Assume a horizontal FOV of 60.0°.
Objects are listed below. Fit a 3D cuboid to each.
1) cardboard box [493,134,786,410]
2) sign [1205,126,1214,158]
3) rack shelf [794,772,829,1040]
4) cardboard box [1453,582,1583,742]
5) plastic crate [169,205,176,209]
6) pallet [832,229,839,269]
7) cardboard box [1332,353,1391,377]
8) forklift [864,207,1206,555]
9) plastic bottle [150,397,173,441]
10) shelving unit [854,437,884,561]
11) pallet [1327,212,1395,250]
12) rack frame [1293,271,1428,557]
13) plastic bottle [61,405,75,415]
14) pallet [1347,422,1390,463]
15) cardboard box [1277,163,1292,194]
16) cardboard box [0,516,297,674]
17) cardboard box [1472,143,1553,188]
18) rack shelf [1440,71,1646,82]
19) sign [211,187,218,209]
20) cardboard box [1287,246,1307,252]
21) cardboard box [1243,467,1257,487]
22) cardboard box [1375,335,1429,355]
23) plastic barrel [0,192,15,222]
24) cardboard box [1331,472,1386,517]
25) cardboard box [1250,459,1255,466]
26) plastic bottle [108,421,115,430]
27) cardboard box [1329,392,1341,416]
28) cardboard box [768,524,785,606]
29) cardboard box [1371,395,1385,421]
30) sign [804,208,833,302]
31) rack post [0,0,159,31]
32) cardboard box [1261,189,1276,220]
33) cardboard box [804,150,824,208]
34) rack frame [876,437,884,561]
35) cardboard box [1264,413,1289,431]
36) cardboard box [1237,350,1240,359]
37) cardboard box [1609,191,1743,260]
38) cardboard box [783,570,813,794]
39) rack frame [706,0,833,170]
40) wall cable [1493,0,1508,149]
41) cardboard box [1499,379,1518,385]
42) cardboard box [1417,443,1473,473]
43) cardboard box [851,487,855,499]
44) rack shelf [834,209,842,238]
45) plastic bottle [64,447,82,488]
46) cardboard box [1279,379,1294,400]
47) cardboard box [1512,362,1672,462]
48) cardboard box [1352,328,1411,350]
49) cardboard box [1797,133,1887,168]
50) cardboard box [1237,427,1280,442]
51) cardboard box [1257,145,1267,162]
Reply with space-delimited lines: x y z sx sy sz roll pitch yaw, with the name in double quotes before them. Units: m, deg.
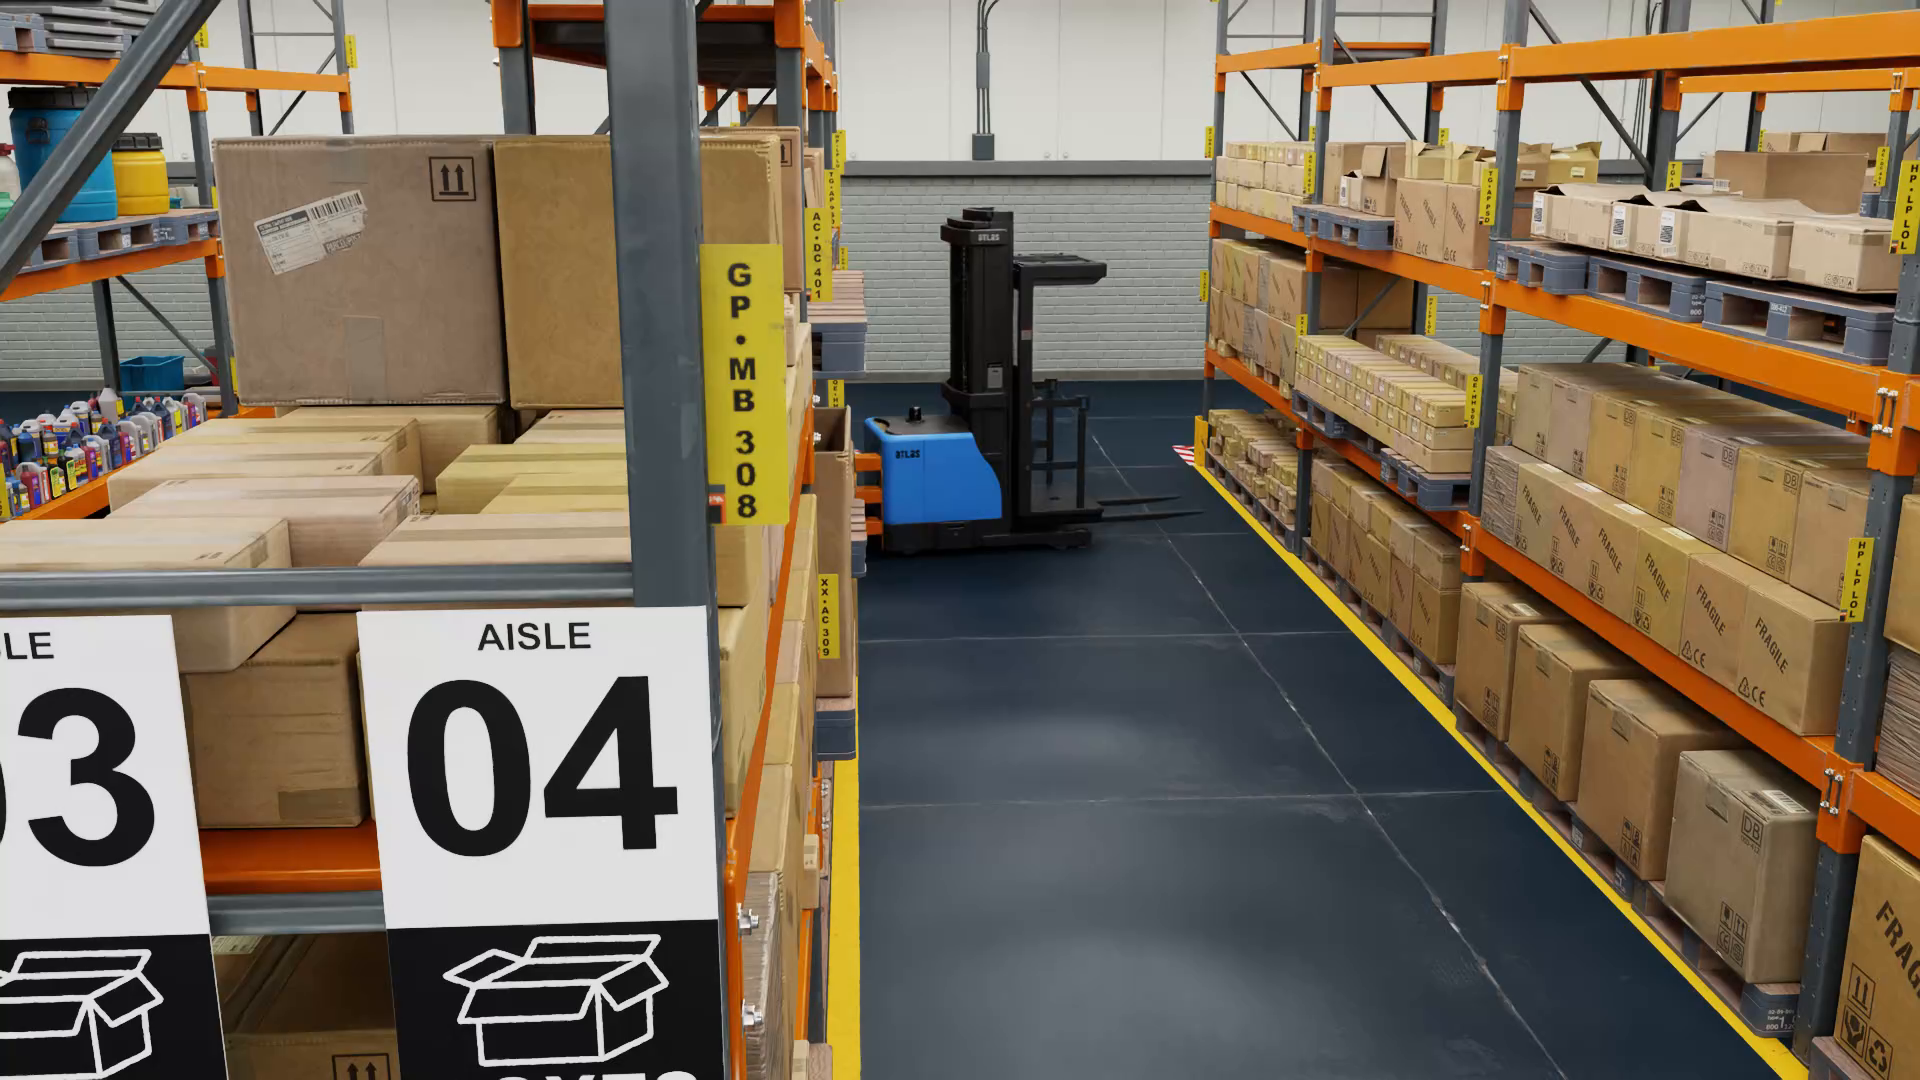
"cardboard box" -0.615 -0.552 3.332 0.500 0.500 0.500 -1 14 -4
"sign" 2.632 -4.190 17.516 0.100 0.325 0.005 -1 14 -3
"rack shelf" -0.916 1.560 4.389 1.077 0.370 4.000 -1 14 -3
"cardboard box" 3.617 0.707 9.933 1.050 0.750 0.750 -1 14 -4
"plastic crate" -6.807 -2.650 13.712 0.450 0.188 0.662 -1 14 -3
"pallet" -1.381 -1.802 10.368 1.213 0.211 1.003 0 14 -1
"cardboard box" 3.052 -1.333 12.656 0.380 0.149 0.250 -1 14 -4
"forklift" 0.693 -1.459 14.814 3.031 2.935 1.130 -3 15 -13
"plastic bottle" -6.084 -0.906 12.627 0.144 0.351 0.185 -1 14 -3
"shelving unit" -0.806 -0.346 14.262 0.252 1.050 0.215 -4 15 -15
"pallet" 3.420 -2.276 12.209 1.213 0.211 1.003 -1 14 -3
"rack frame" 3.421 -1.327 14.165 1.000 3.000 0.127 -1 14 -3
"plastic bottle" -6.828 -0.896 12.746 0.097 0.271 0.097 0 14 0
"pallet" 3.505 -0.731 12.233 1.003 0.211 1.213 -1 14 -3
"cardboard box" 3.118 -3.190 14.682 0.500 0.250 0.500 -1 15 -6
"cardboard box" -1.121 0.071 2.211 0.380 0.149 0.250 -1 14 -3
"cardboard box" 3.384 -2.301 10.192 0.396 0.266 0.258 -1 14 -3
"rack shelf" 3.545 -3.288 11.599 0.919 0.124 3.809 -1 14 -3
"sign" -5.930 -2.664 13.324 0.100 0.325 0.005 -1 14 -3
"cardboard box" 3.522 -2.634 16.438 0.500 0.500 0.500 0 14 -1
"cardboard box" 2.995 -0.625 16.314 0.380 0.149 0.250 -1 14 -3
"cardboard box" 3.641 -1.600 13.694 0.380 0.149 0.250 0 14 -1
"plastic barrel" -6.068 -2.052 10.433 0.294 0.245 0.294 0 14 0
"cardboard box" 3.238 -0.363 13.086 0.500 0.250 0.500 0 14 -2
"cardboard box" 3.090 -0.829 16.511 0.380 0.149 0.250 0 14 -1
"plastic bottle" -6.179 -0.730 12.102 0.097 0.271 0.097 0 14 0
"cardboard box" 3.052 -1.047 12.737 0.380 0.149 0.250 -2 15 -6
"cardboard box" -0.629 -0.047 3.469 0.500 0.250 0.500 -1 14 -4
"cardboard box" 3.118 -0.930 11.685 0.380 0.149 0.250 -1 14 -4
"sign" -0.499 -1.000 5.834 0.100 0.325 0.005 -1 14 -3
"rack post" -6.458 -3.858 12.114 0.937 0.300 0.954 -1 14 -4
"cardboard box" 3.070 -3.076 15.242 0.500 0.250 0.500 -1 14 -4
"cardboard box" -0.966 -1.782 8.709 0.500 0.500 0.500 -1 14 -4
"rack frame" -0.688 -0.353 14.293 0.008 1.050 0.200 -4 15 -15
"cardboard box" 3.417 -1.242 17.517 0.380 0.149 0.250 -1 14 -2
"cardboard box" 3.039 -1.922 16.981 0.380 0.149 0.250 0 14 -1
"cardboard box" 3.557 -1.558 8.178 0.500 0.311 0.500 -1 14 -4
"cardboard box" -0.675 0.393 4.673 0.500 0.500 0.500 -1 14 -3
"rack frame" -1.536 -4.181 13.218 1.000 3.000 0.127 -1 14 -3
"wall cable" 7.474 -6.739 23.160 0.463 3.000 0.029 -1 14 -3
"cardboard box" 3.788 -1.014 11.415 0.380 0.149 0.250 -1 15 -6
"cardboard box" 3.179 -0.530 10.727 0.380 0.149 0.250 -1 14 -3
"cardboard box" -1.357 0.151 11.841 1.225 0.875 0.875 -1 14 -3
"rack shelf" -1.660 -2.877 15.614 1.077 0.370 4.000 -1 14 -3
"plastic bottle" -5.967 -0.490 11.168 0.097 0.271 0.097 0 14 0
"cardboard box" 3.045 -1.335 14.701 0.380 0.149 0.250 -1 14 -5
"cardboard box" 3.687 -0.753 9.727 0.700 0.500 0.500 -1 14 -4
"cardboard box" 3.642 -1.647 14.609 0.500 0.500 0.500 -1 14 -4
"cardboard box" 8.240 -3.518 15.410 0.797 0.503 0.637 0 14 1
"cardboard box" 2.997 -1.036 16.719 0.380 0.149 0.250 0 14 -1
"cardboard box" 2.987 -3.600 15.476 0.380 0.149 0.250 -1 14 -4
